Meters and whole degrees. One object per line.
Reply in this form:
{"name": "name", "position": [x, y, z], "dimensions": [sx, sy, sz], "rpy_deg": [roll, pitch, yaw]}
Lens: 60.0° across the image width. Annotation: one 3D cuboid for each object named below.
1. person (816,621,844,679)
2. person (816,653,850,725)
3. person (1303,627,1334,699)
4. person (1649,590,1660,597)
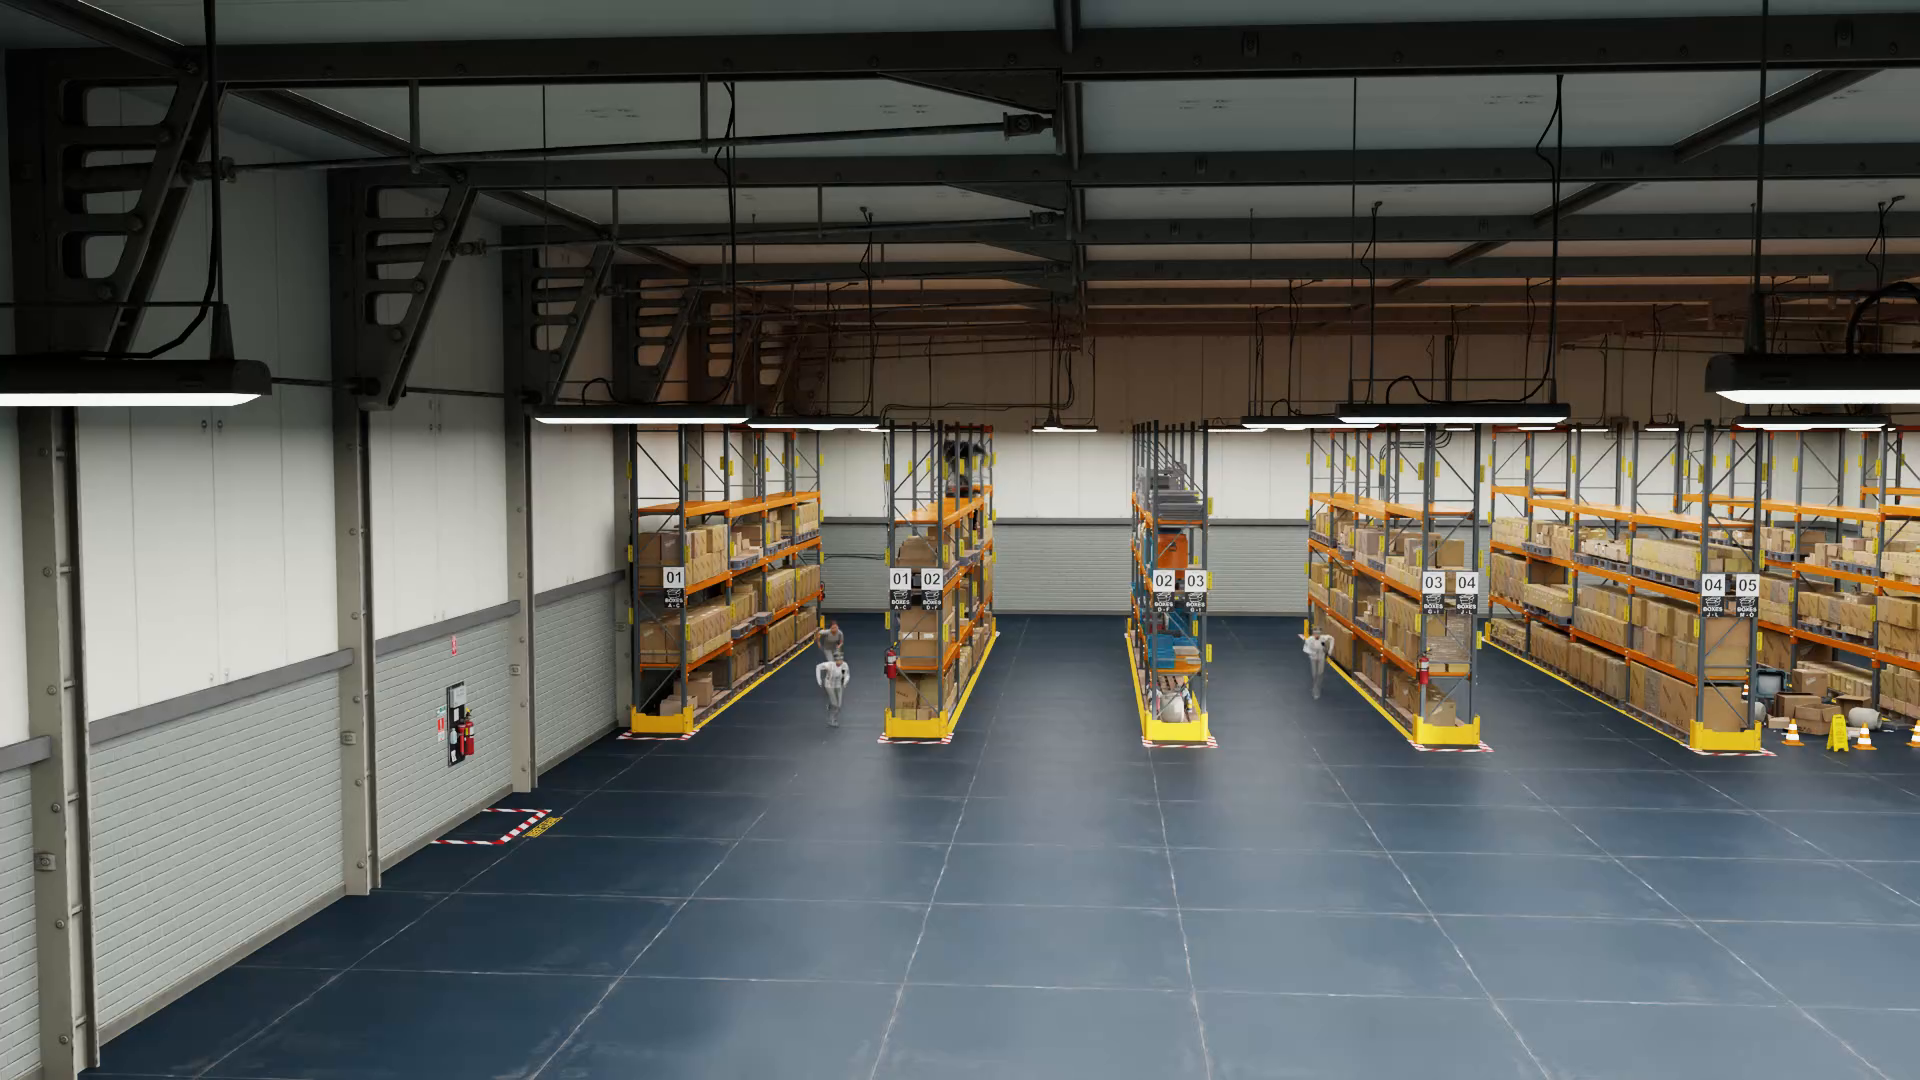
{"name": "person", "position": [-2.962, 2.577, 37.924], "dimensions": [0.590, 1.499, 0.819], "rpy_deg": [-1, 4, -18]}
{"name": "person", "position": [-2.484, 2.919, 32.511], "dimensions": [0.645, 1.496, 0.818], "rpy_deg": [-1, 4, -22]}
{"name": "person", "position": [7.835, 2.665, 36.365], "dimensions": [0.653, 1.612, 0.949], "rpy_deg": [1, 4, 13]}
{"name": "person", "position": [20.015, 1.894, 47.962], "dimensions": [0.690, 1.557, 0.505], "rpy_deg": [-1, 4, -13]}
